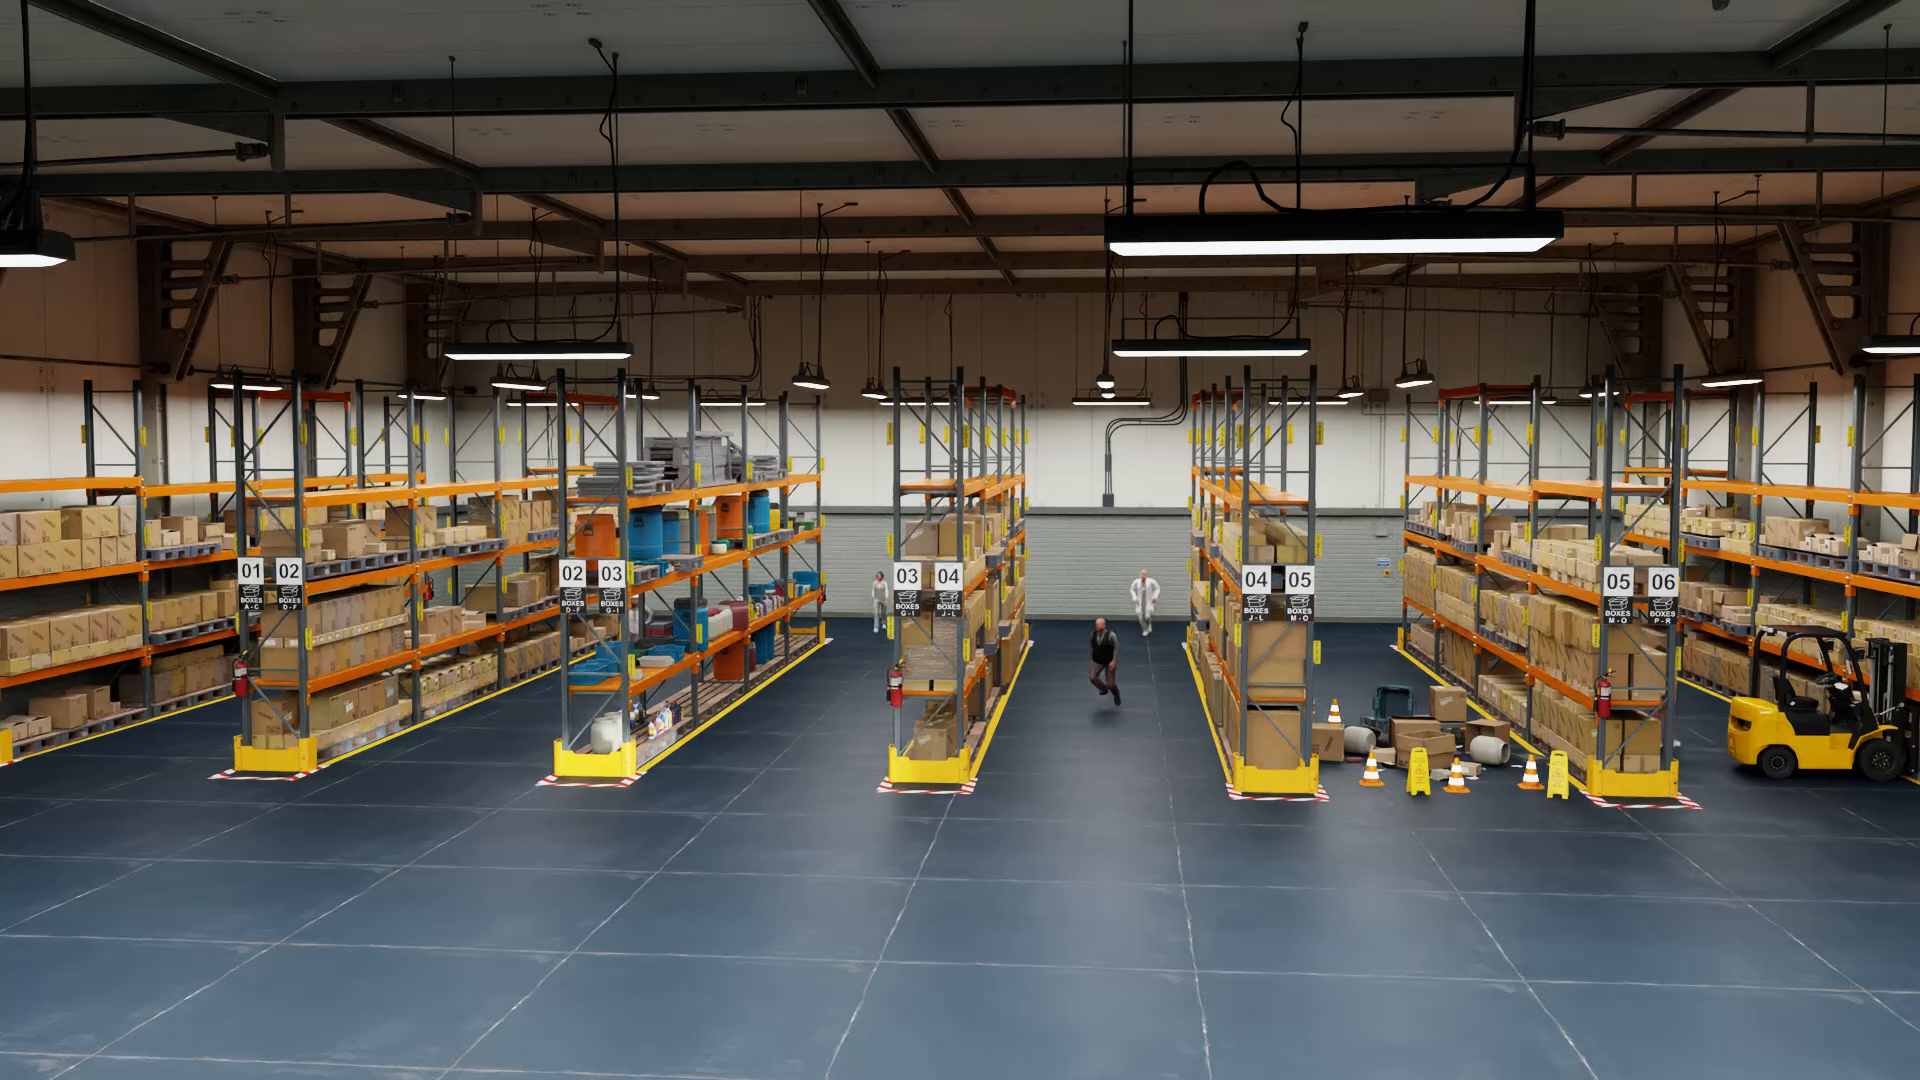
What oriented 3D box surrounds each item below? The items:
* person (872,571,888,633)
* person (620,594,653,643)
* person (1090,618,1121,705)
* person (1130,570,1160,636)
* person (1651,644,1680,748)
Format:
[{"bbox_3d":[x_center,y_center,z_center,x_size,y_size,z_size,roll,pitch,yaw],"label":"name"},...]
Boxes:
[{"bbox_3d":[-2.044,1.581,42.502,0.434,1.512,0.972,0,4,4],"label":"person"},{"bbox_3d":[-6.946,1.941,35.749,0.609,1.683,0.727,1,4,13],"label":"person"},{"bbox_3d":[2.657,2.246,30.504,0.598,1.652,0.811,2,4,25],"label":"person"},{"bbox_3d":[4.655,1.575,41.782,0.742,1.684,0.657,1,4,15],"label":"person"},{"bbox_3d":[11.307,2.514,26.727,0.489,1.667,0.534,0,4,4],"label":"person"}]
